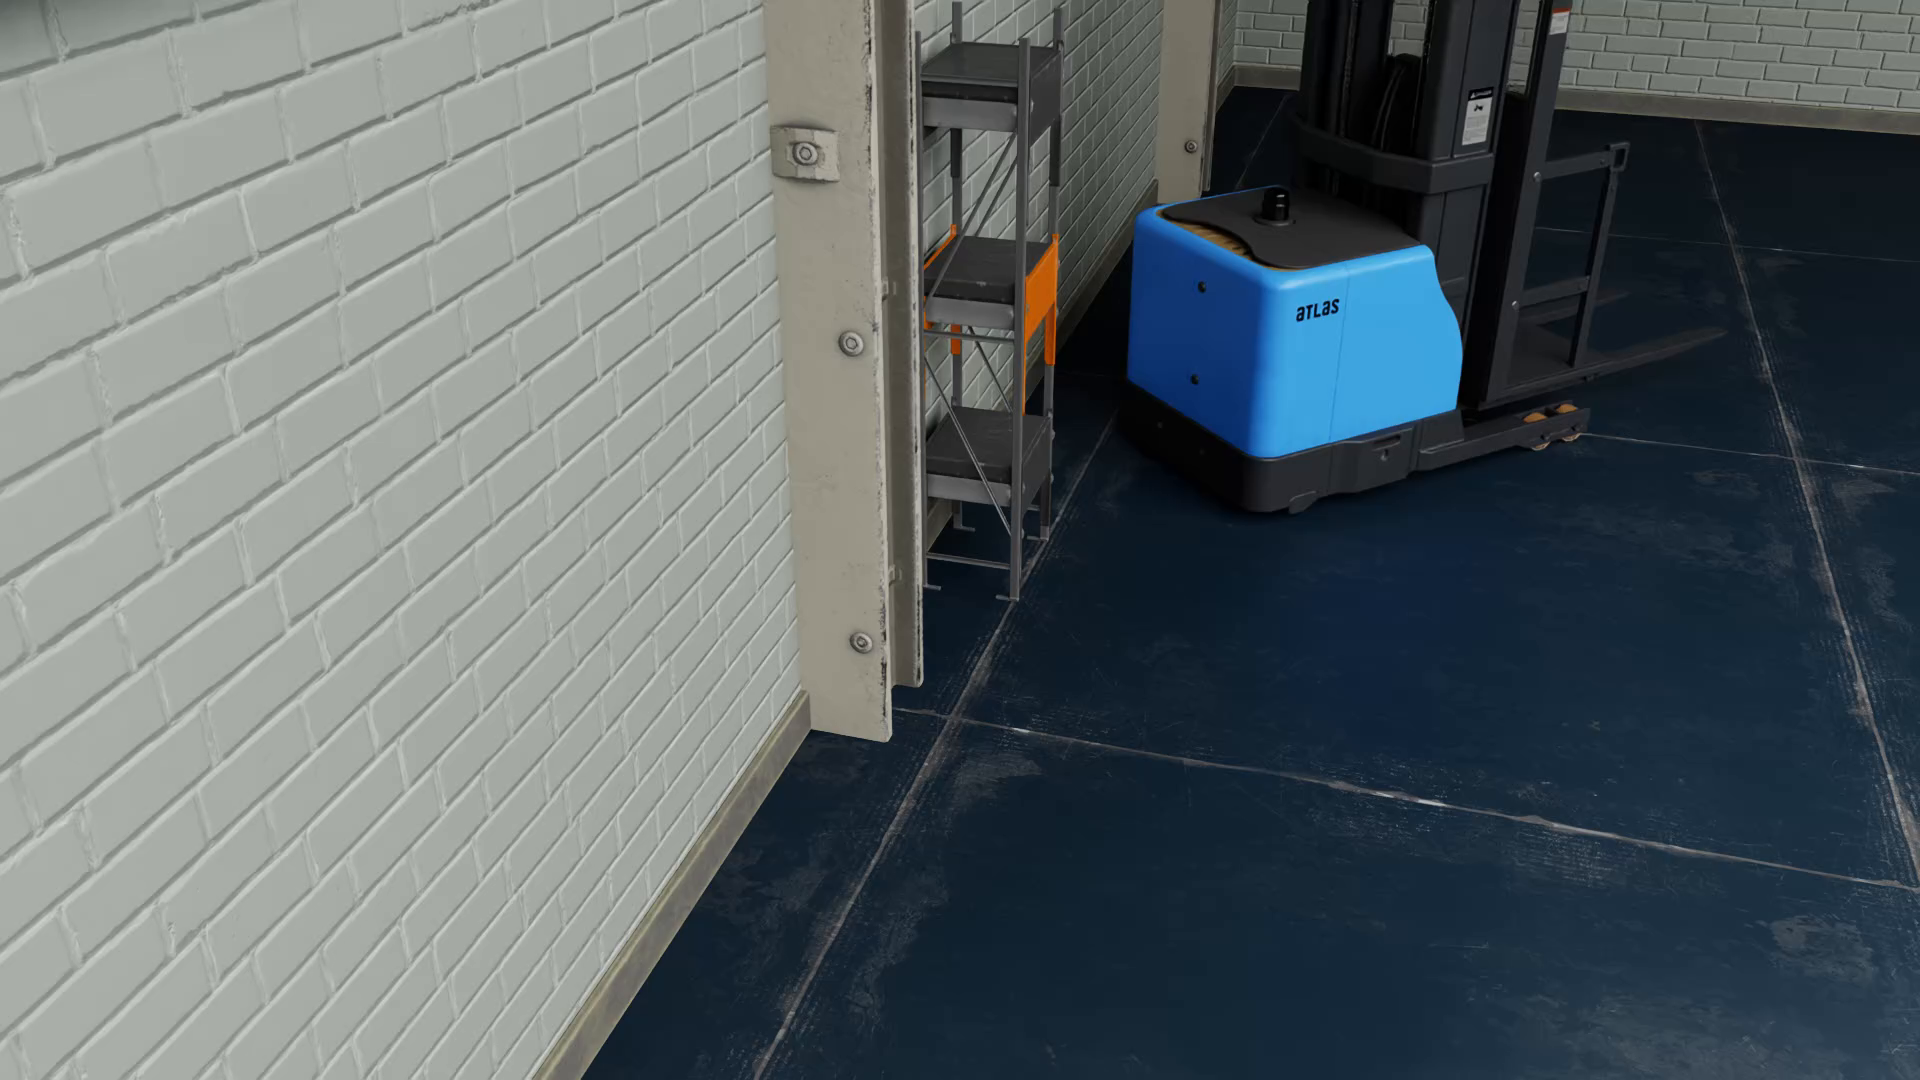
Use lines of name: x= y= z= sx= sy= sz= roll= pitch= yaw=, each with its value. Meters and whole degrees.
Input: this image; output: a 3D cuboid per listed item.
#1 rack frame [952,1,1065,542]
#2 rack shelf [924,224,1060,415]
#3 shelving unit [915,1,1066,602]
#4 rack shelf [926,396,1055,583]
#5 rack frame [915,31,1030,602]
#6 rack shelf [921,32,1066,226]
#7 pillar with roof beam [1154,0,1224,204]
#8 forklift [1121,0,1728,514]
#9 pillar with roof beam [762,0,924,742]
rack frame: x=0.166 y=-0.939 z=6.278 sx=0.400 sy=2.100 sz=0.015 roll=8 pitch=30 yaw=14
rack shelf: x=0.098 y=-0.813 z=6.079 sx=0.431 sy=0.518 sz=0.480 roll=8 pitch=30 yaw=14
shelving unit: x=0.098 y=-0.825 z=6.073 sx=0.431 sy=2.100 sz=0.503 roll=8 pitch=30 yaw=14
rack shelf: x=0.098 y=-0.201 z=6.420 sx=0.431 sy=0.518 sz=0.480 roll=8 pitch=30 yaw=14
rack frame: x=0.031 y=-0.711 z=5.868 sx=0.400 sy=2.100 sz=0.015 roll=8 pitch=30 yaw=14
rack shelf: x=0.098 y=-1.425 z=5.739 sx=0.431 sy=0.518 sz=0.480 roll=8 pitch=30 yaw=14
pillar with roof beam: x=5.544 y=-5.546 z=7.463 sx=9.100 sy=9.000 sz=0.400 roll=8 pitch=30 yaw=15
forklift: x=2.269 y=-1.891 z=7.135 sx=3.031 sy=2.935 sz=1.130 roll=-15 pitch=32 yaw=-25
pillar with roof beam: x=3.783 y=-2.758 z=2.450 sx=9.100 sy=9.000 sz=0.400 roll=8 pitch=30 yaw=15
